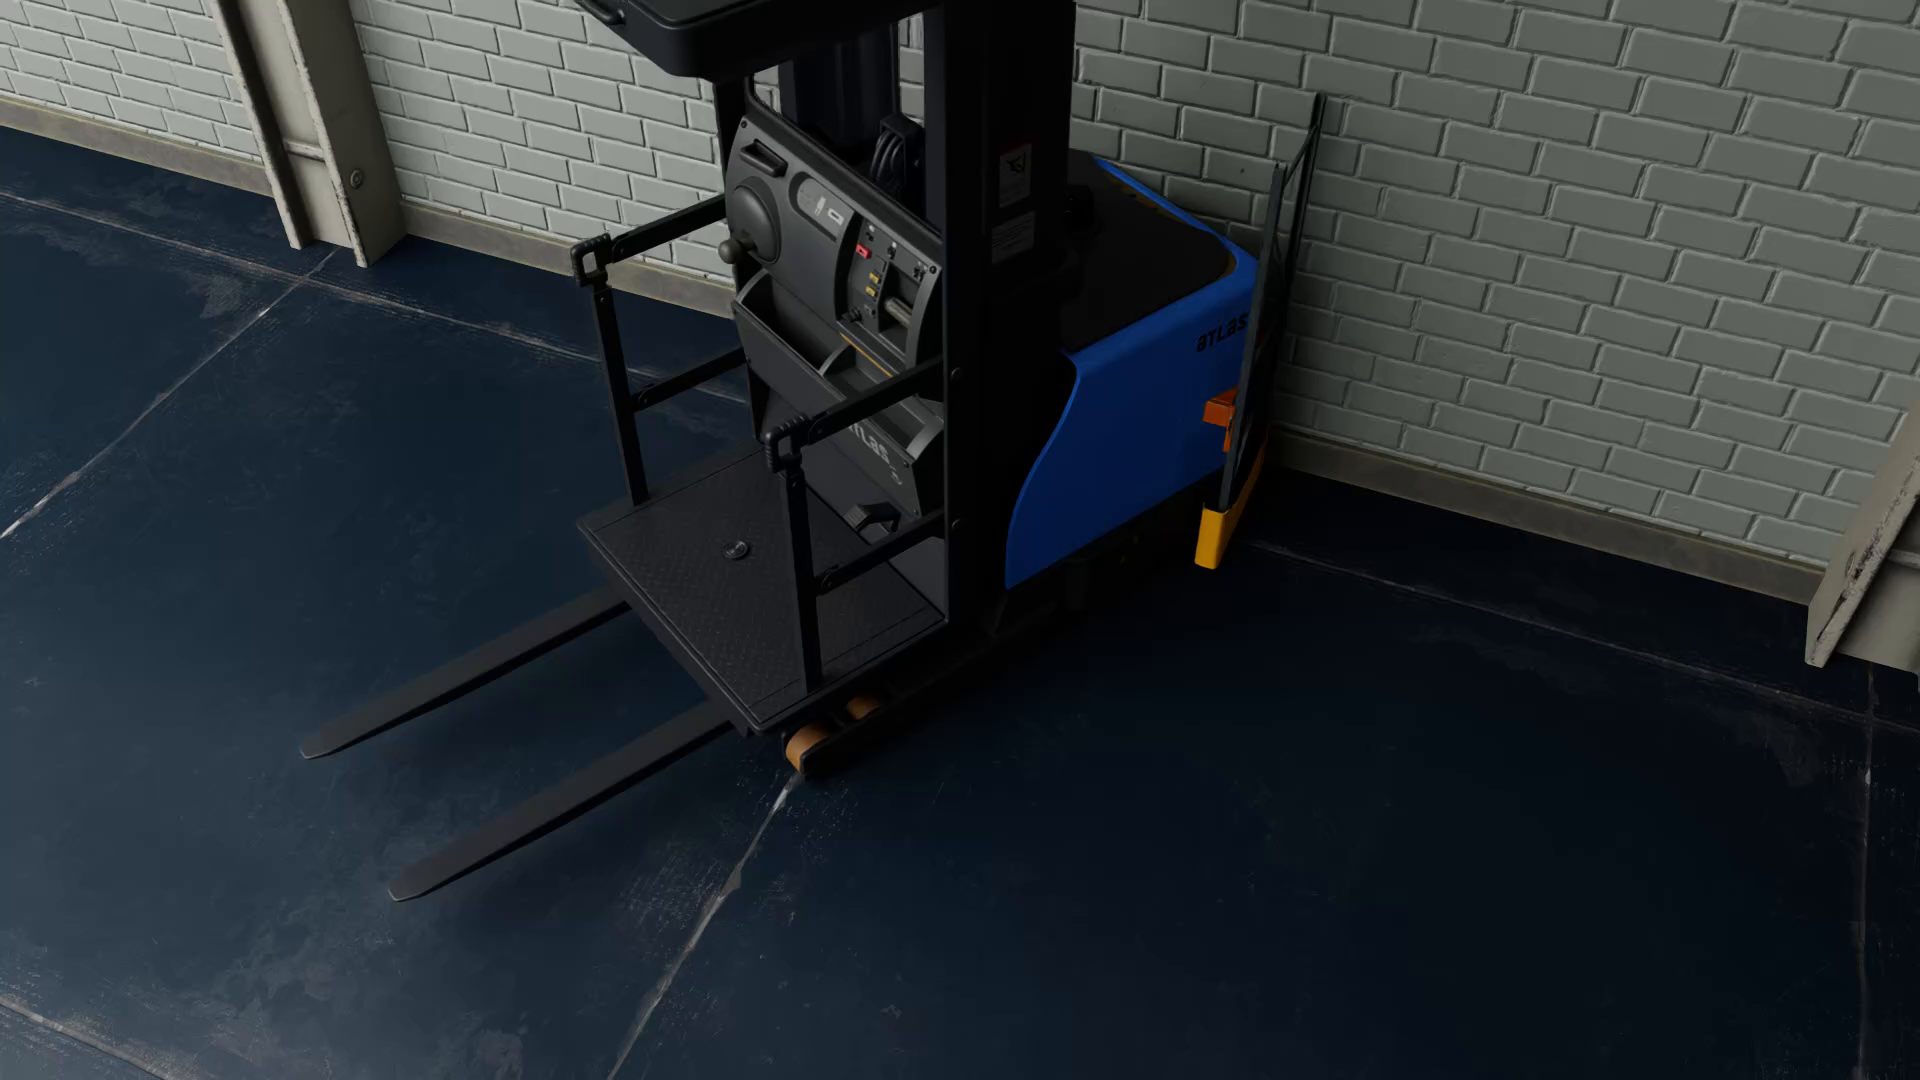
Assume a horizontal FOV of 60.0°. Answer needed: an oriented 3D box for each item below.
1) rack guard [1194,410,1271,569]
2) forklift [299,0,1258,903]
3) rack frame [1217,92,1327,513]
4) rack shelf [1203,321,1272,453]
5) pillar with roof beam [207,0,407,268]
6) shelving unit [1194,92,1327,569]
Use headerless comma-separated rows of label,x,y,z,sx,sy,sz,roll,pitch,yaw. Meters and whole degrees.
rack guard,0.947,-0.180,5.755,0.087,0.250,0.587,17,45,16
forklift,-0.524,-0.751,4.427,3.031,2.935,1.130,-29,52,-26
rack frame,0.976,-0.636,5.328,0.032,1.500,0.500,17,45,16
rack shelf,0.505,-0.645,5.591,1.000,0.185,0.538,17,45,16
pillar with roof beam,-4.232,-1.667,1.046,0.400,9.000,9.100,16,47,16
shelving unit,0.500,-0.780,5.472,1.083,1.500,0.587,17,45,16
